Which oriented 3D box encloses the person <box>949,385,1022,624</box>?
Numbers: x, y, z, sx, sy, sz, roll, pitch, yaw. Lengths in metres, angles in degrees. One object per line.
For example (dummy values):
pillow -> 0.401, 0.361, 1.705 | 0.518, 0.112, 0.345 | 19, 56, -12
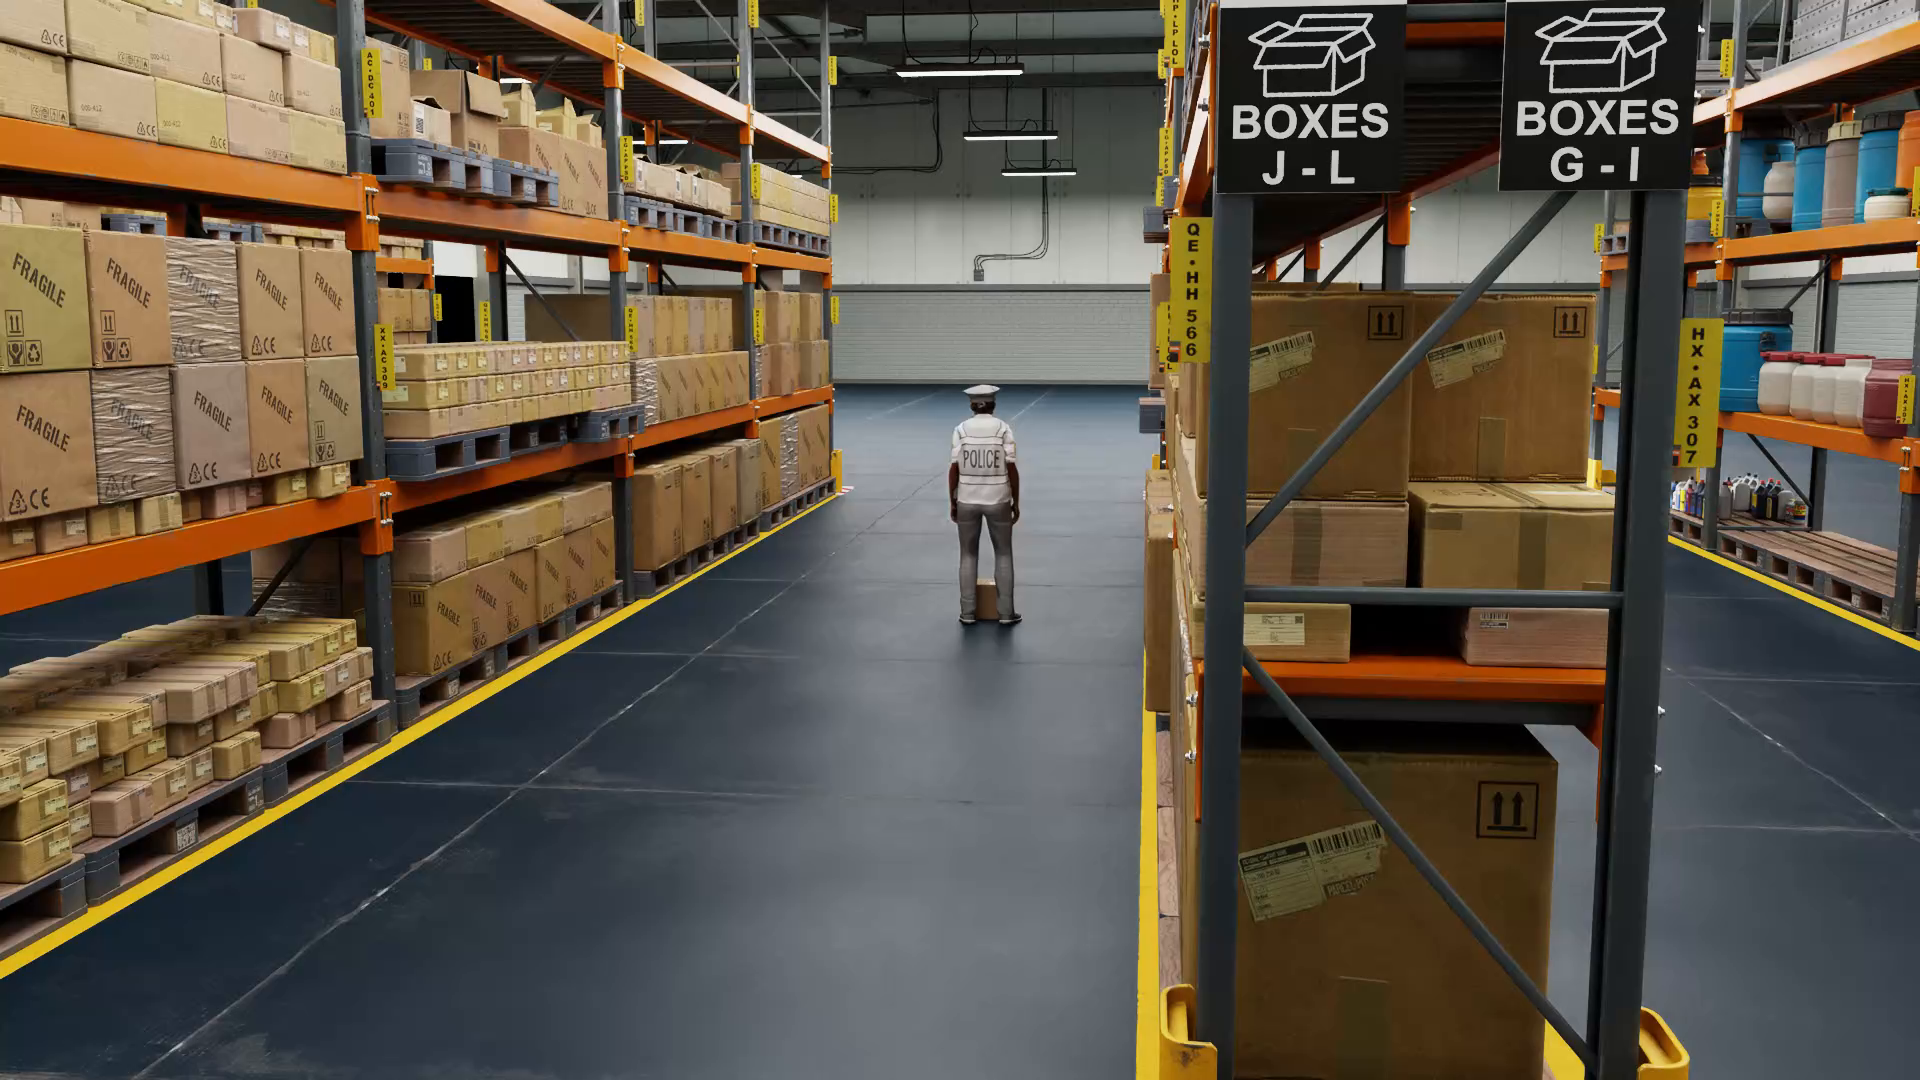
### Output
person -> 0.176, -0.242, 11.595 | 0.506, 1.658, 0.393 | 1, 8, 7
